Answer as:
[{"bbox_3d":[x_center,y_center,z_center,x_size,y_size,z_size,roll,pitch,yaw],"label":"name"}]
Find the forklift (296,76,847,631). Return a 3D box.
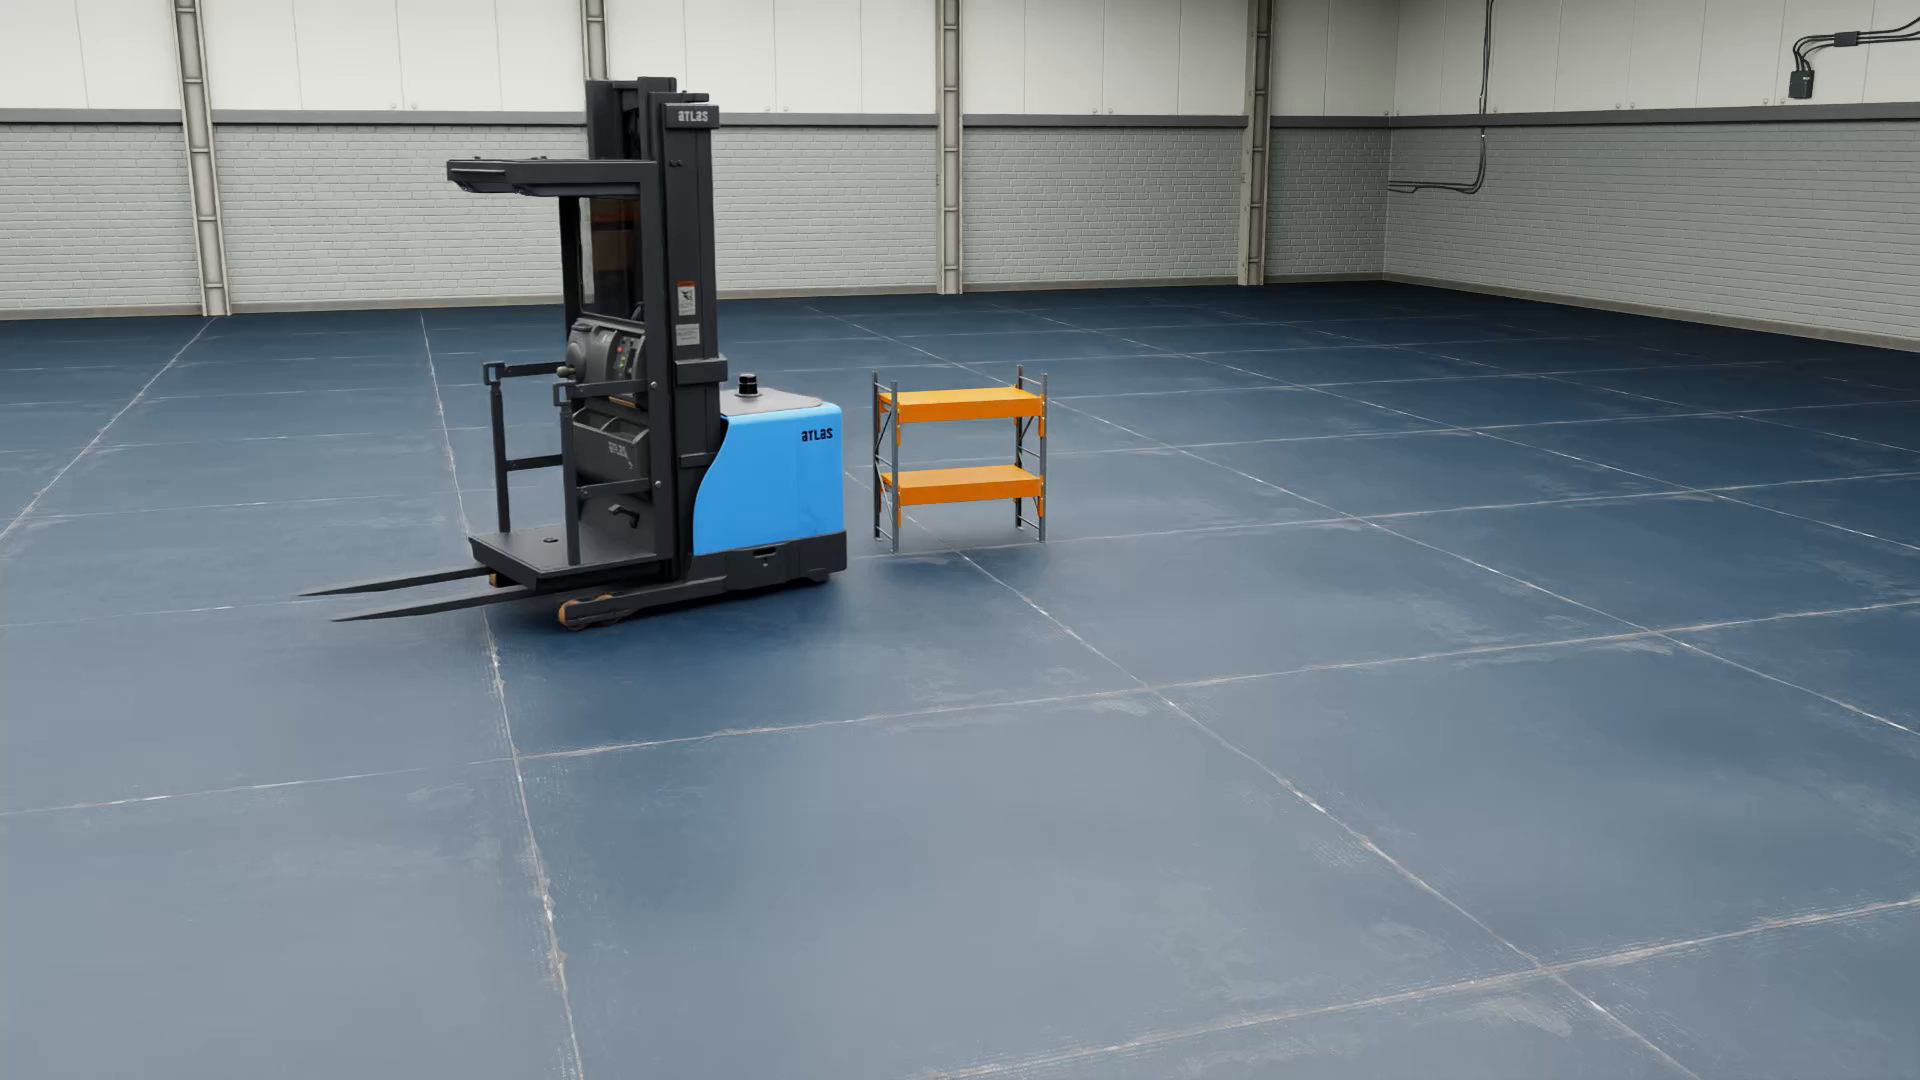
[{"bbox_3d":[-2.174,-1.070,9.306,3.031,2.935,1.130,-10,16,-35],"label":"forklift"}]

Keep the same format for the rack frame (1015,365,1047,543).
[{"bbox_3d":[0.475,-0.584,11.168,0.032,1.125,0.500,-4,14,-18],"label":"rack frame"}]

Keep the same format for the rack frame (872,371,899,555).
[{"bbox_3d":[-0.488,-0.509,10.853,0.032,1.125,0.500,-4,14,-18],"label":"rack frame"}]

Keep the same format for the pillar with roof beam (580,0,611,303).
[{"bbox_3d":[-4.503,-7.388,22.755,0.400,9.000,9.100,-4,14,-18],"label":"pillar with roof beam"}]

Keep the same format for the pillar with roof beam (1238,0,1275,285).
[{"bbox_3d":[6.870,-8.273,26.478,0.400,9.000,9.100,-4,14,-18],"label":"pillar with roof beam"}]

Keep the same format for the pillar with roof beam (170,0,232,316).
[{"bbox_3d":[-10.190,-6.945,20.893,0.400,9.000,9.100,-4,14,-18],"label":"pillar with roof beam"}]

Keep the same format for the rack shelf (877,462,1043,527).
[{"bbox_3d":[-0.006,-0.309,11.067,1.000,0.278,0.538,-4,14,-18],"label":"rack shelf"}]

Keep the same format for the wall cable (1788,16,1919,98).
[{"bbox_3d":[11.724,-8.716,20.991,0.169,6.003,2.305,-4,14,-18],"label":"wall cable"}]

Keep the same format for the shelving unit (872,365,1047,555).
[{"bbox_3d":[-0.006,-0.547,11.011,1.048,1.125,0.538,-4,14,-18],"label":"shelving unit"}]

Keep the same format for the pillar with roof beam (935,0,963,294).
[{"bbox_3d":[1.183,-7.830,24.617,0.400,9.000,9.100,-4,14,-18],"label":"pillar with roof beam"}]

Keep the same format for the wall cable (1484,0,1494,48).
[{"bbox_3d":[9.574,-9.498,27.423,0.112,2.526,3.097,-4,14,-18],"label":"wall cable"}]

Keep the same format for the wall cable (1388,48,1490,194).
[{"bbox_3d":[8.711,-7.634,30.502,0.112,2.526,3.097,-4,14,-18],"label":"wall cable"}]

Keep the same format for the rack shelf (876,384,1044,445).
[{"bbox_3d":[-0.006,-0.831,10.943,1.000,0.278,0.538,-4,14,-18],"label":"rack shelf"}]
